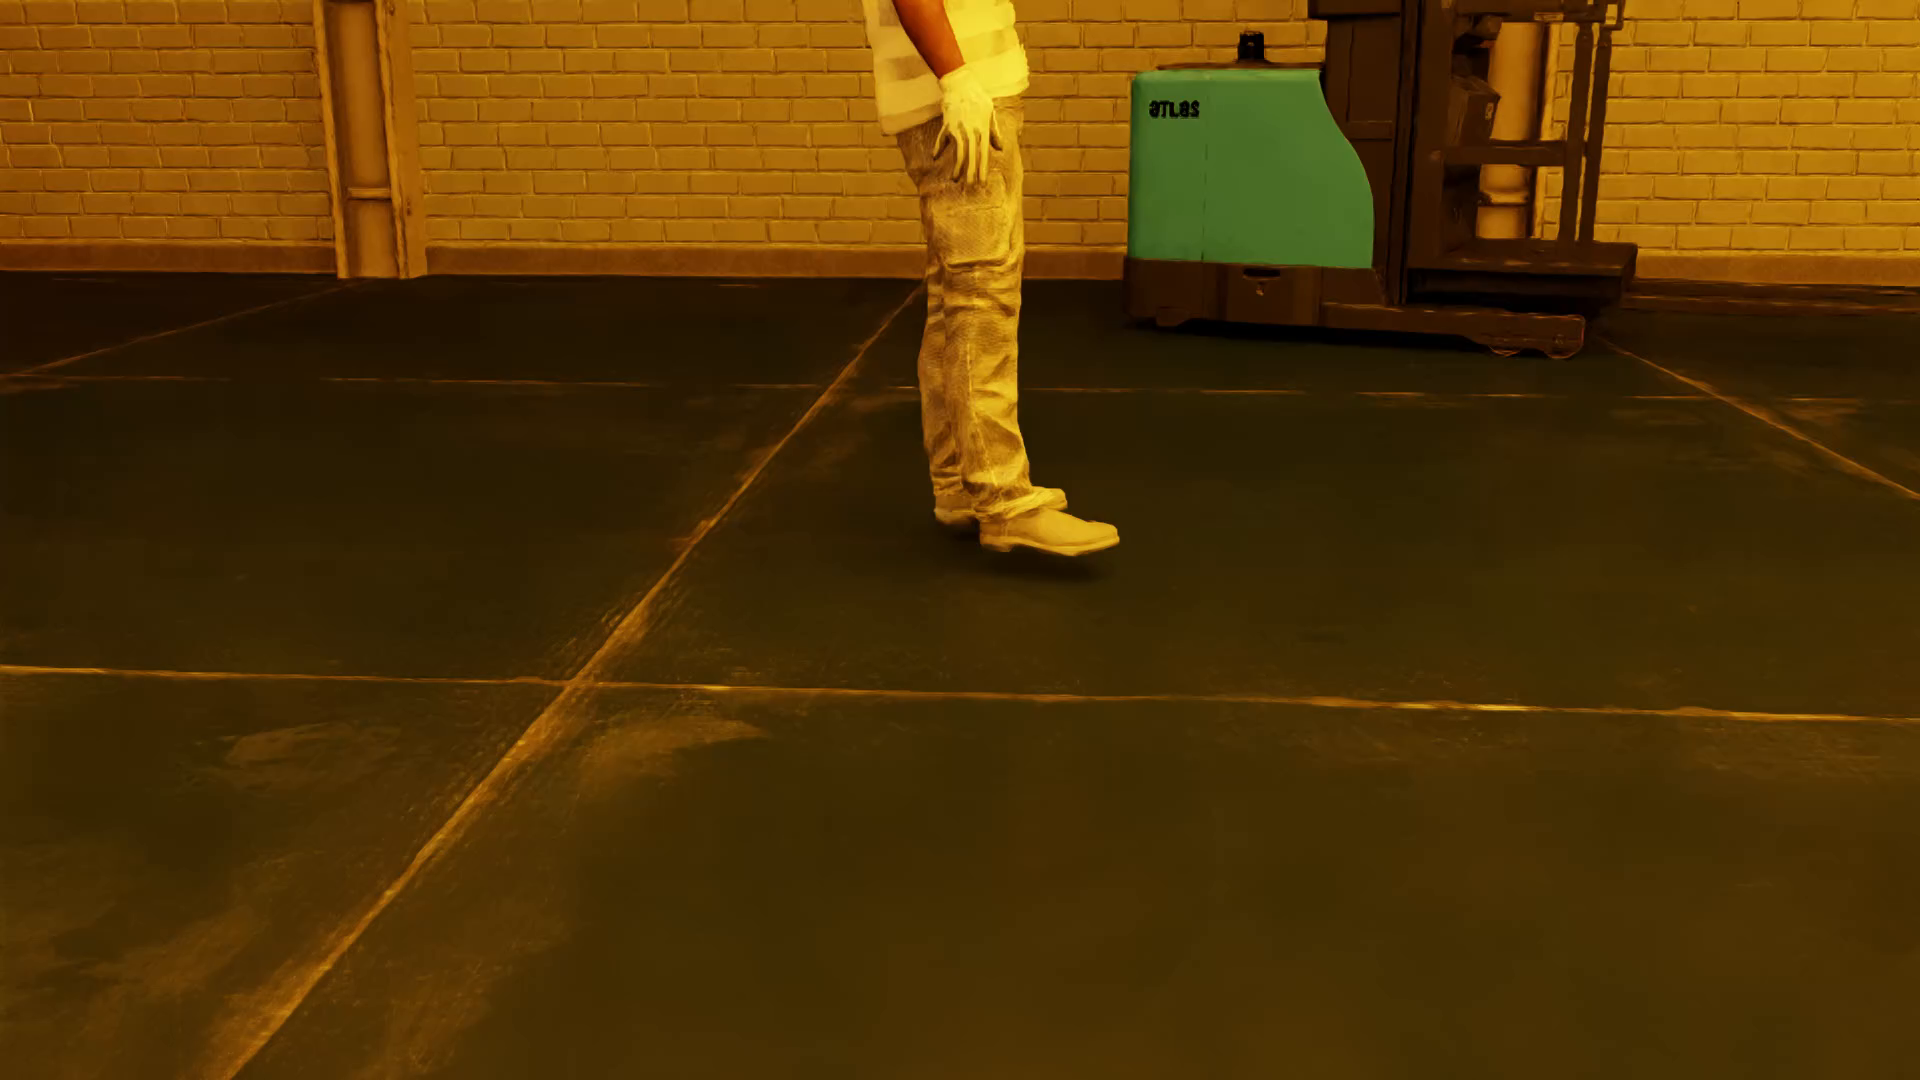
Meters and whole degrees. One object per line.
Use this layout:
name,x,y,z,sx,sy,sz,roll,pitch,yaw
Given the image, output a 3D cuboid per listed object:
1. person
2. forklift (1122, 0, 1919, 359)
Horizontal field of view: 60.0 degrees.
person,0.071,-0.902,3.555,0.576,1.782,0.655,1,15,4
forklift,2.255,-2.265,6.561,3.031,2.935,1.130,7,17,23
